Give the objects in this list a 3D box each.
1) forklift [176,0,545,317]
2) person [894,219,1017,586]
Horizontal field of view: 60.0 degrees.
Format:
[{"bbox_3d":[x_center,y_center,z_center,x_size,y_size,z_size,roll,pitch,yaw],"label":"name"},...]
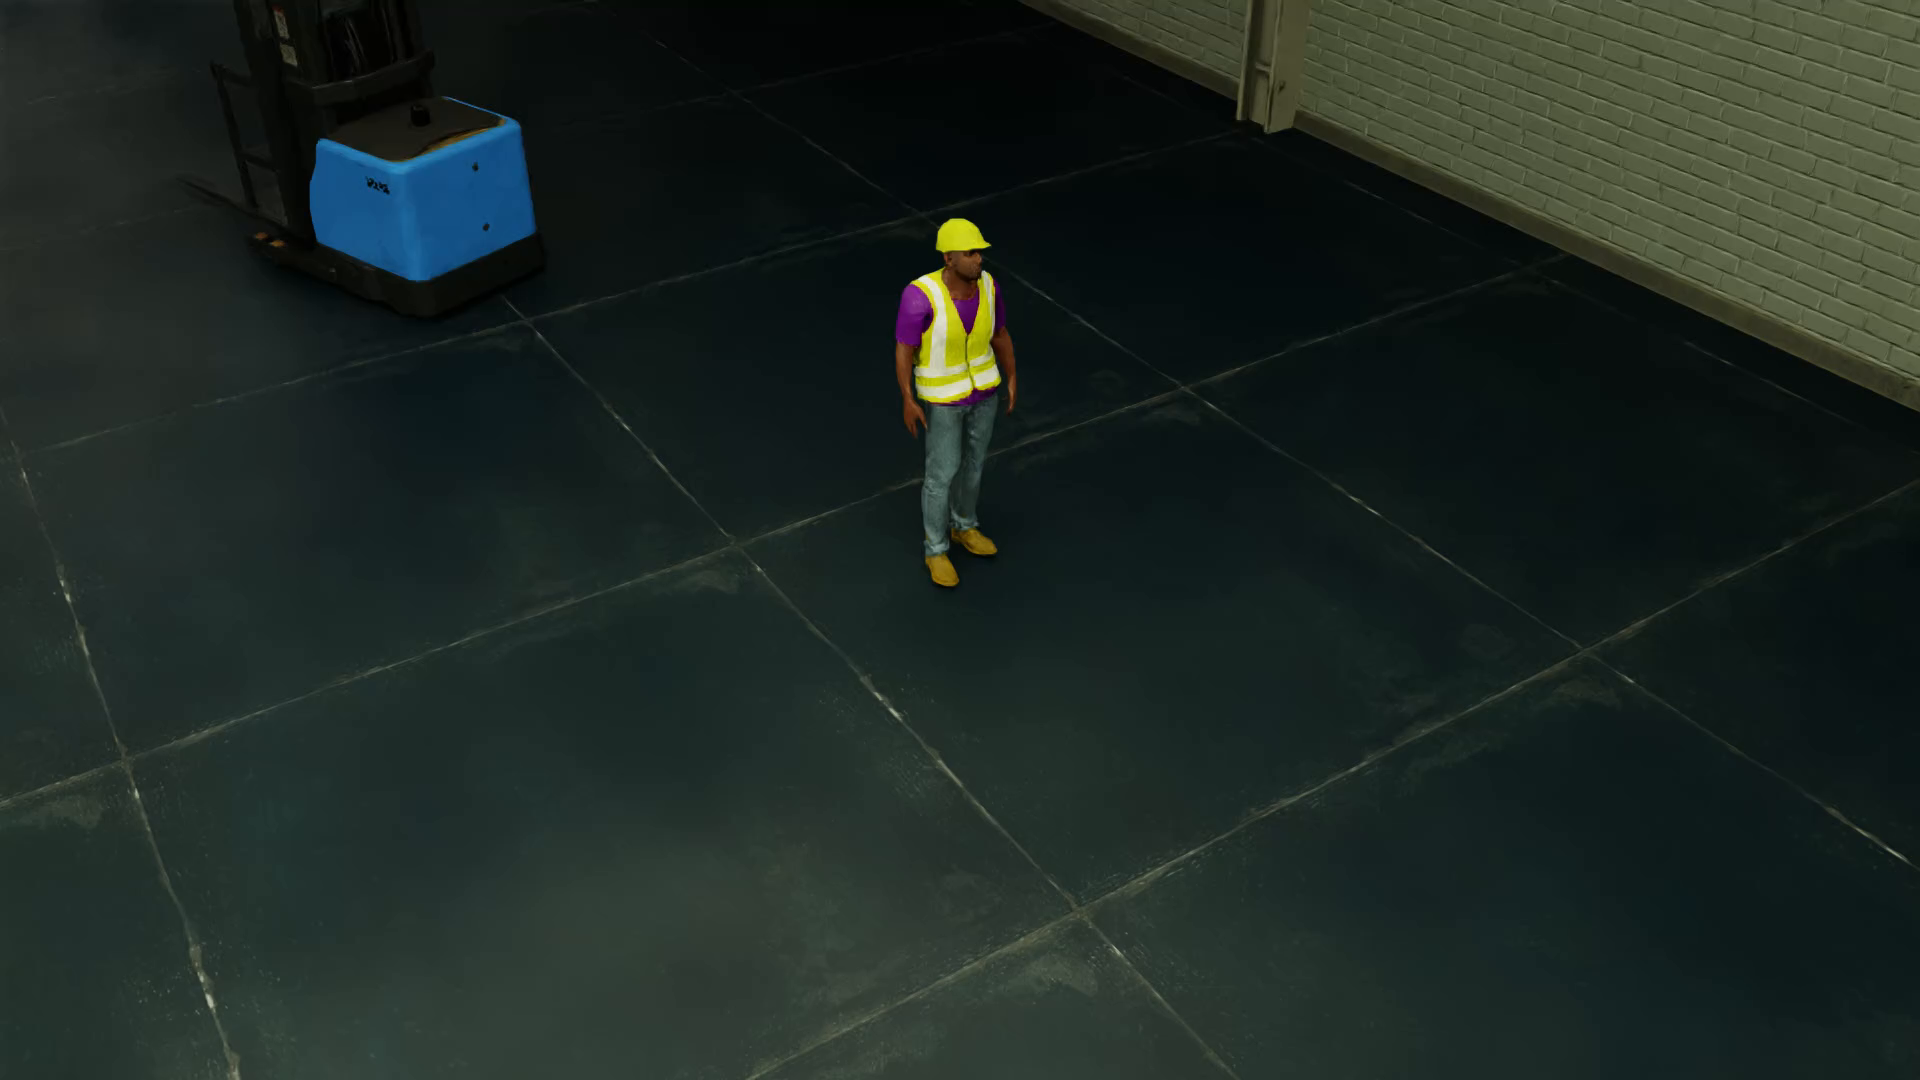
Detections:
[{"bbox_3d":[-4.289,-3.301,10.846,3.031,2.935,1.130,23,41,29],"label":"forklift"},{"bbox_3d":[0.033,-0.693,8.135,0.665,1.766,0.576,-21,40,-27],"label":"person"}]
